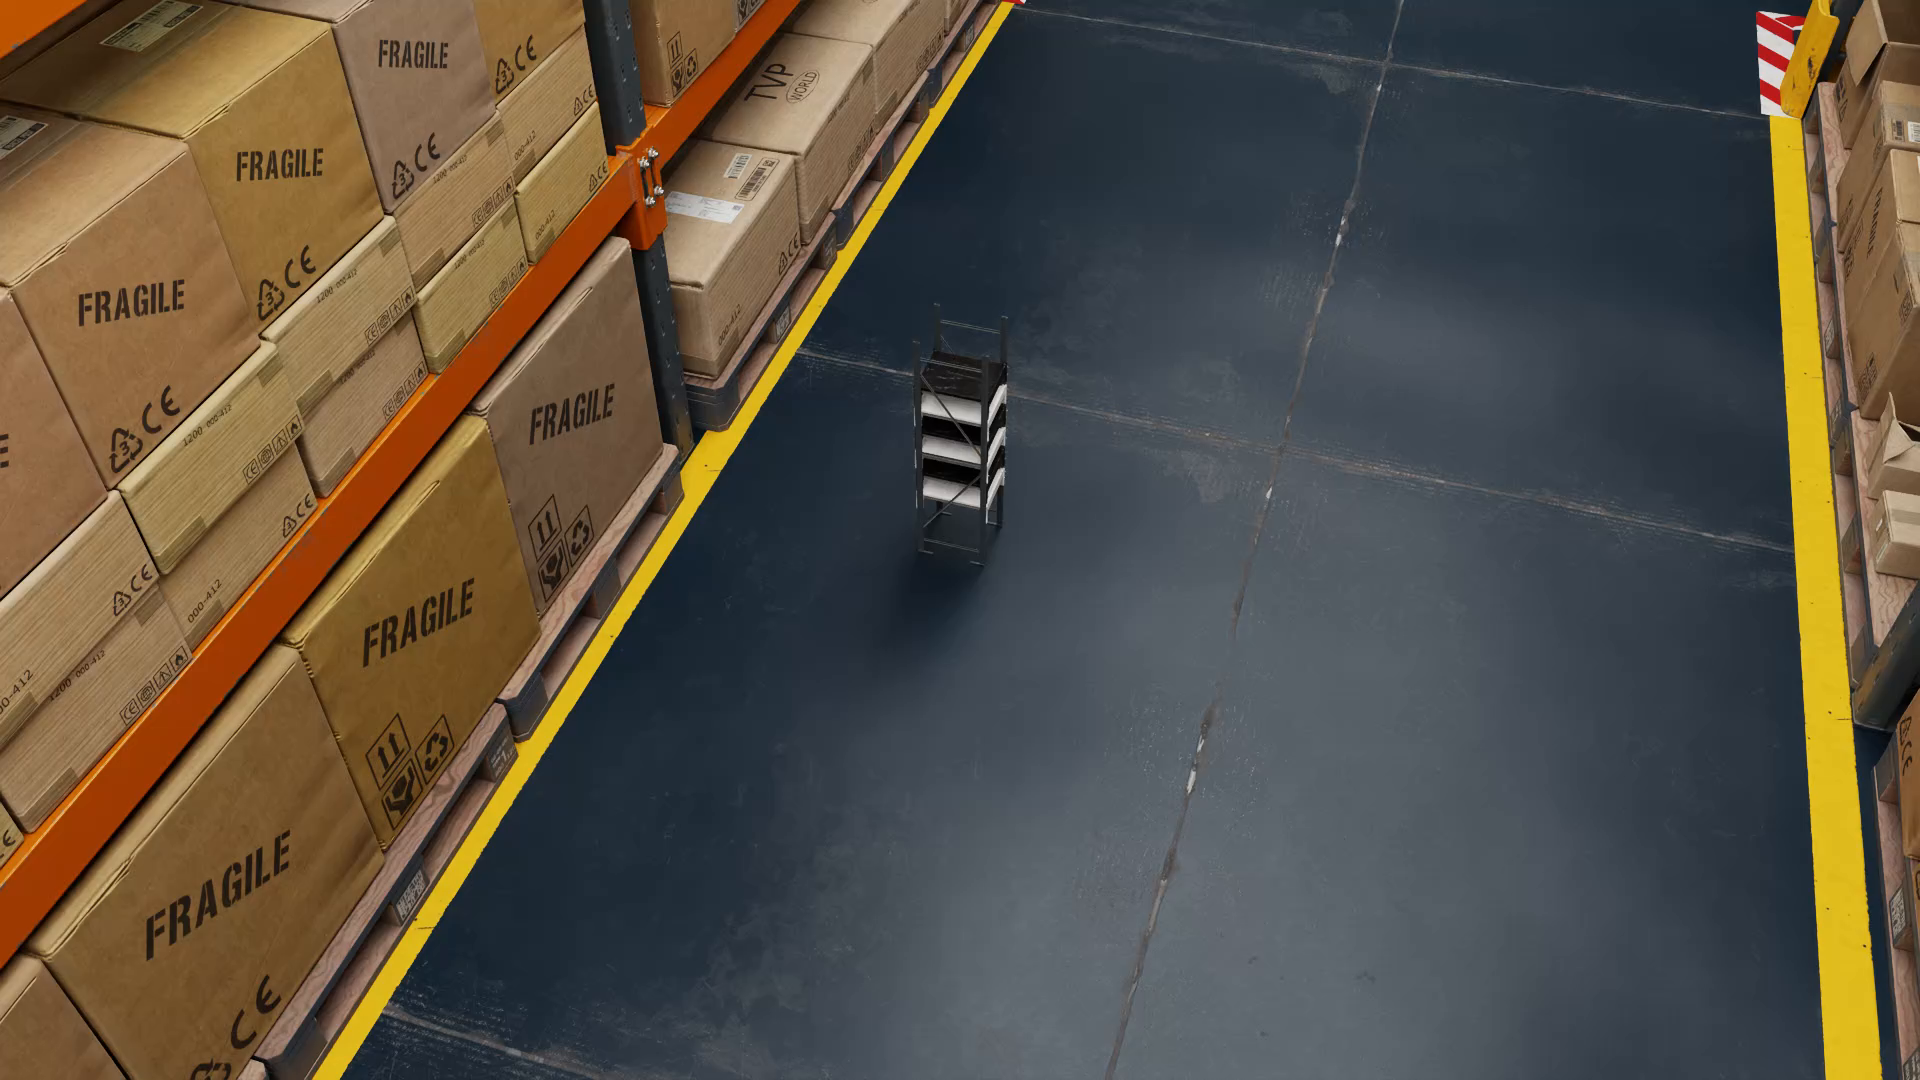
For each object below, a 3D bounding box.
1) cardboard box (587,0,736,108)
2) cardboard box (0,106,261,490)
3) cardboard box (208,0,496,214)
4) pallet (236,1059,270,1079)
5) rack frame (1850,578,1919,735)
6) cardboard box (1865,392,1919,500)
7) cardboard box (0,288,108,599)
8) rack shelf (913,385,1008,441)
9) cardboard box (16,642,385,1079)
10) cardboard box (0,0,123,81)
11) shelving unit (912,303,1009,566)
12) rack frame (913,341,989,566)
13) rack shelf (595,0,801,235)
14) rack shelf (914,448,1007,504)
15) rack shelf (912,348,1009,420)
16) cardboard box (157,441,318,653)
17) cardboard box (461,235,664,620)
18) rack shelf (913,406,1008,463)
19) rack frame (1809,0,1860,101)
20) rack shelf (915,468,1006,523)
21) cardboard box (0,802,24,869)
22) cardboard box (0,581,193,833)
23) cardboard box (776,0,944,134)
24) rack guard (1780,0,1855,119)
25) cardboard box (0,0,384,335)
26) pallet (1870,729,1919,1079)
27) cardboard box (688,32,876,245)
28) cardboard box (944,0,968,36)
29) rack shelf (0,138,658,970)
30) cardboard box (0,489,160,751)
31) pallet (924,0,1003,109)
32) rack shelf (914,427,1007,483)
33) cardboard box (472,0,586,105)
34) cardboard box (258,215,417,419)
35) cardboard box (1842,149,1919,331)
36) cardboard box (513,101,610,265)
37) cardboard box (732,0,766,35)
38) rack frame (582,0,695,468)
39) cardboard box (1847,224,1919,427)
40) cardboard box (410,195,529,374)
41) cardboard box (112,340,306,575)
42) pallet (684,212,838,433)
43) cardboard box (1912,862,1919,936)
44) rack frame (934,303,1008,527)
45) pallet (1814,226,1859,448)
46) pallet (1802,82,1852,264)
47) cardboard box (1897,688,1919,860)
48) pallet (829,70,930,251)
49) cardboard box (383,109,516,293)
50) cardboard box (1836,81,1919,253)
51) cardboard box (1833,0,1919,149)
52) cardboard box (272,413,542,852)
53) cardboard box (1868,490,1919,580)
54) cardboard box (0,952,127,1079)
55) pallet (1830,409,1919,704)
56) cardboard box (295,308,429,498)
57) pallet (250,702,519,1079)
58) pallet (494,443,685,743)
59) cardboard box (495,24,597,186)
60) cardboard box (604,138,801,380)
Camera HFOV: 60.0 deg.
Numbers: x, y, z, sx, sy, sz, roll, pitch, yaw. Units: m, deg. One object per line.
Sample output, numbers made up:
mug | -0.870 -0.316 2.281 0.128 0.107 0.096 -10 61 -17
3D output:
cardboard box | -1.075 -1.772 5.344 0.500 0.500 0.500 14 46 14
cardboard box | -1.827 -0.492 3.322 0.500 0.500 0.500 13 46 13
cardboard box | -1.512 -1.174 4.019 0.500 0.500 0.500 13 46 13
pallet | -2.367 1.675 3.888 1.003 0.211 1.213 13 46 13
rack frame | 3.265 -0.430 4.045 1.000 3.000 0.127 13 46 13
cardboard box | 3.262 -0.274 5.540 0.396 0.266 0.258 14 46 14
cardboard box | -1.983 -0.157 2.979 0.500 0.500 0.500 14 46 14
rack shelf | 0.002 -0.432 5.338 0.258 0.077 0.200 13 46 12
cardboard box | -2.115 0.760 4.047 0.875 0.875 0.875 13 46 13
cardboard box | -2.156 -0.961 3.801 0.500 0.500 0.500 11 46 12
shelving unit | 0.002 -0.327 5.441 0.258 0.900 0.210 13 46 12
rack frame | -0.028 -0.259 5.372 0.240 0.900 0.006 13 46 12
rack shelf | -0.861 -2.555 6.730 1.077 0.370 4.000 13 46 13
rack shelf | 0.002 -0.239 5.527 0.258 0.077 0.200 13 46 12
rack shelf | 0.002 -0.496 5.275 0.258 0.077 0.200 13 46 12
cardboard box | -1.841 -0.056 3.770 0.500 0.250 0.500 13 46 13
cardboard box | -1.578 -0.439 5.273 0.875 0.875 0.875 14 46 14
rack shelf | 0.002 -0.368 5.401 0.258 0.077 0.200 13 46 12
rack frame | 4.477 -3.096 6.769 1.000 3.000 0.127 13 46 13
rack shelf | 0.002 -0.175 5.590 0.258 0.077 0.200 13 46 12
cardboard box | -2.151 0.622 3.077 0.500 0.250 0.500 11 46 11
cardboard box | -1.987 0.274 3.433 0.500 0.250 0.500 14 46 14
cardboard box | -0.629 -2.306 7.494 0.875 0.438 0.875 14 46 14
rack guard | 4.454 -2.152 7.592 1.175 0.500 0.348 13 46 13
cardboard box | -1.684 -0.841 3.678 0.500 0.500 0.500 14 46 14
pallet | 3.055 1.117 4.458 1.003 0.211 1.213 13 46 13
cardboard box | -0.904 -1.706 6.880 0.875 0.438 0.875 11 45 11
cardboard box | -0.360 -2.918 8.119 0.875 0.438 0.875 11 45 11
rack shelf | -2.072 0.112 4.006 1.077 0.370 4.000 13 46 13
cardboard box | -1.969 0.103 3.250 0.500 0.250 0.500 12 46 12
pallet | -0.423 -2.599 8.255 1.003 0.211 1.213 13 46 13
rack shelf | 0.002 -0.303 5.464 0.258 0.077 0.200 13 46 12
cardboard box | -1.363 -1.521 4.373 0.500 0.500 0.500 14 46 14
cardboard box | -1.664 -0.577 3.945 0.500 0.250 0.500 14 46 13
cardboard box | 3.650 -1.072 6.188 0.500 0.500 0.500 13 46 13
cardboard box | -1.362 -1.073 4.809 0.500 0.250 0.500 12 46 12
cardboard box | -0.919 -2.106 5.686 0.500 0.500 0.500 13 46 13
rack frame | -1.467 -1.479 5.116 1.000 3.000 0.127 13 46 13
cardboard box | 3.591 -0.712 5.819 0.700 0.500 0.500 11 45 11
cardboard box | -1.517 -0.733 4.462 0.500 0.250 0.500 12 46 12
cardboard box | -1.803 -0.232 3.592 0.500 0.250 0.500 13 46 13
pallet | -1.162 -0.972 6.593 1.003 0.211 1.213 13 46 13
cardboard box | 2.752 0.945 4.126 0.500 0.500 0.500 12 46 12
rack frame | 0.033 -0.395 5.510 0.240 0.900 0.006 13 46 12
pallet | 3.842 -0.706 6.321 1.003 0.211 1.213 13 46 13
pallet | 4.213 -1.517 7.150 1.003 0.211 1.213 13 46 13
cardboard box | 2.904 0.588 4.491 0.500 0.500 0.500 14 46 14
pallet | -0.794 -1.788 7.426 1.003 0.211 1.213 13 46 12
cardboard box | -1.513 -0.924 4.299 0.500 0.250 0.500 14 46 13
cardboard box | 3.905 -1.404 6.527 0.700 0.500 0.500 14 46 14
cardboard box | 4.201 -1.966 7.099 0.797 0.503 0.637 11 45 11
cardboard box | -1.844 0.165 4.656 0.875 0.875 0.875 14 46 14
cardboard box | 3.154 0.005 5.338 0.380 0.149 0.250 11 45 11
cardboard box | -2.390 1.354 3.440 0.875 0.875 0.875 12 46 12
pallet | 3.474 0.109 5.487 1.003 0.211 1.213 13 46 13
cardboard box | -1.688 -0.401 4.122 0.500 0.250 0.500 11 46 11
pallet | -1.996 0.864 4.716 1.003 0.211 1.213 13 46 13
pallet | -1.628 0.048 5.550 1.003 0.211 1.213 13 46 13
cardboard box | -1.368 -1.258 4.641 0.500 0.250 0.500 12 46 12
cardboard box | -1.174 -1.109 6.270 0.875 0.438 0.875 12 46 12
